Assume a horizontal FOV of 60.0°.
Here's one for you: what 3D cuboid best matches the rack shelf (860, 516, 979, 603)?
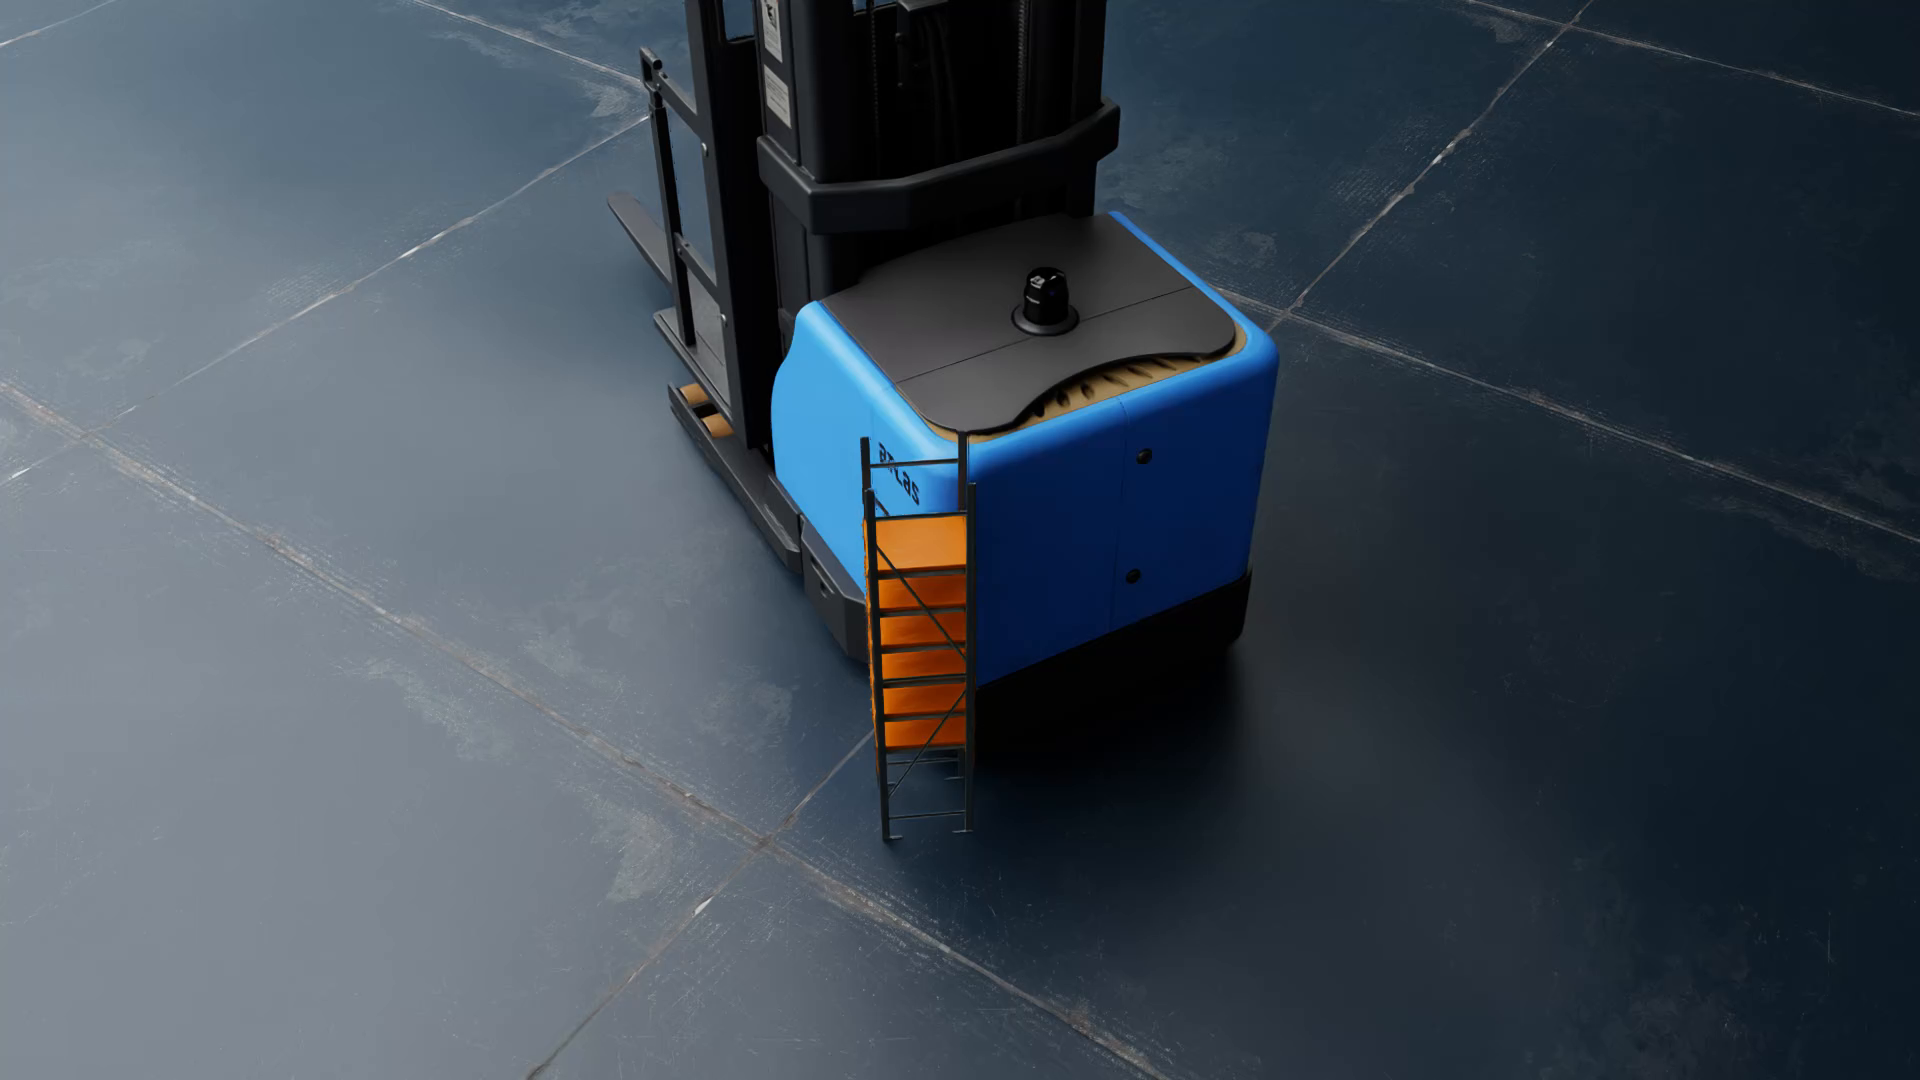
[{"bbox_3d":[-0.094,0.037,3.836,0.258,0.103,0.180,-4,42,-4],"label":"rack shelf"}]

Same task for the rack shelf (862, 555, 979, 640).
[{"bbox_3d":[-0.094,0.126,3.916,0.258,0.103,0.180,-4,42,-4],"label":"rack shelf"}]

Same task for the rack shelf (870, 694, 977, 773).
[{"bbox_3d":[-0.094,0.483,4.237,0.258,0.103,0.180,-4,42,-4],"label":"rack shelf"}]

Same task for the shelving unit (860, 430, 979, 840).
[{"bbox_3d":[-0.094,0.271,4.047,0.258,1.200,0.189,-4,42,-4],"label":"shelving unit"}]

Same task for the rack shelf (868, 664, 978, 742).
[{"bbox_3d":[-0.094,0.394,4.157,0.258,0.103,0.180,-4,42,-4],"label":"rack shelf"}]

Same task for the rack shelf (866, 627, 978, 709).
[{"bbox_3d":[-0.094,0.304,4.076,0.258,0.103,0.180,-4,42,-4],"label":"rack shelf"}]

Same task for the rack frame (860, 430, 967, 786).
[{"bbox_3d":[-0.104,0.210,4.114,0.240,1.200,0.006,-4,42,-4],"label":"rack frame"}]

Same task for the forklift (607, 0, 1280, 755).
[{"bbox_3d":[-0.328,-1.482,4.708,1.130,2.935,3.031,-20,46,-21],"label":"forklift"}]

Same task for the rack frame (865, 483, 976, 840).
[{"bbox_3d":[-0.085,0.332,3.979,0.240,1.200,0.006,-4,42,-4],"label":"rack frame"}]

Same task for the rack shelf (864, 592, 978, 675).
[{"bbox_3d":[-0.094,0.215,3.996,0.258,0.103,0.180,-4,42,-4],"label":"rack shelf"}]
